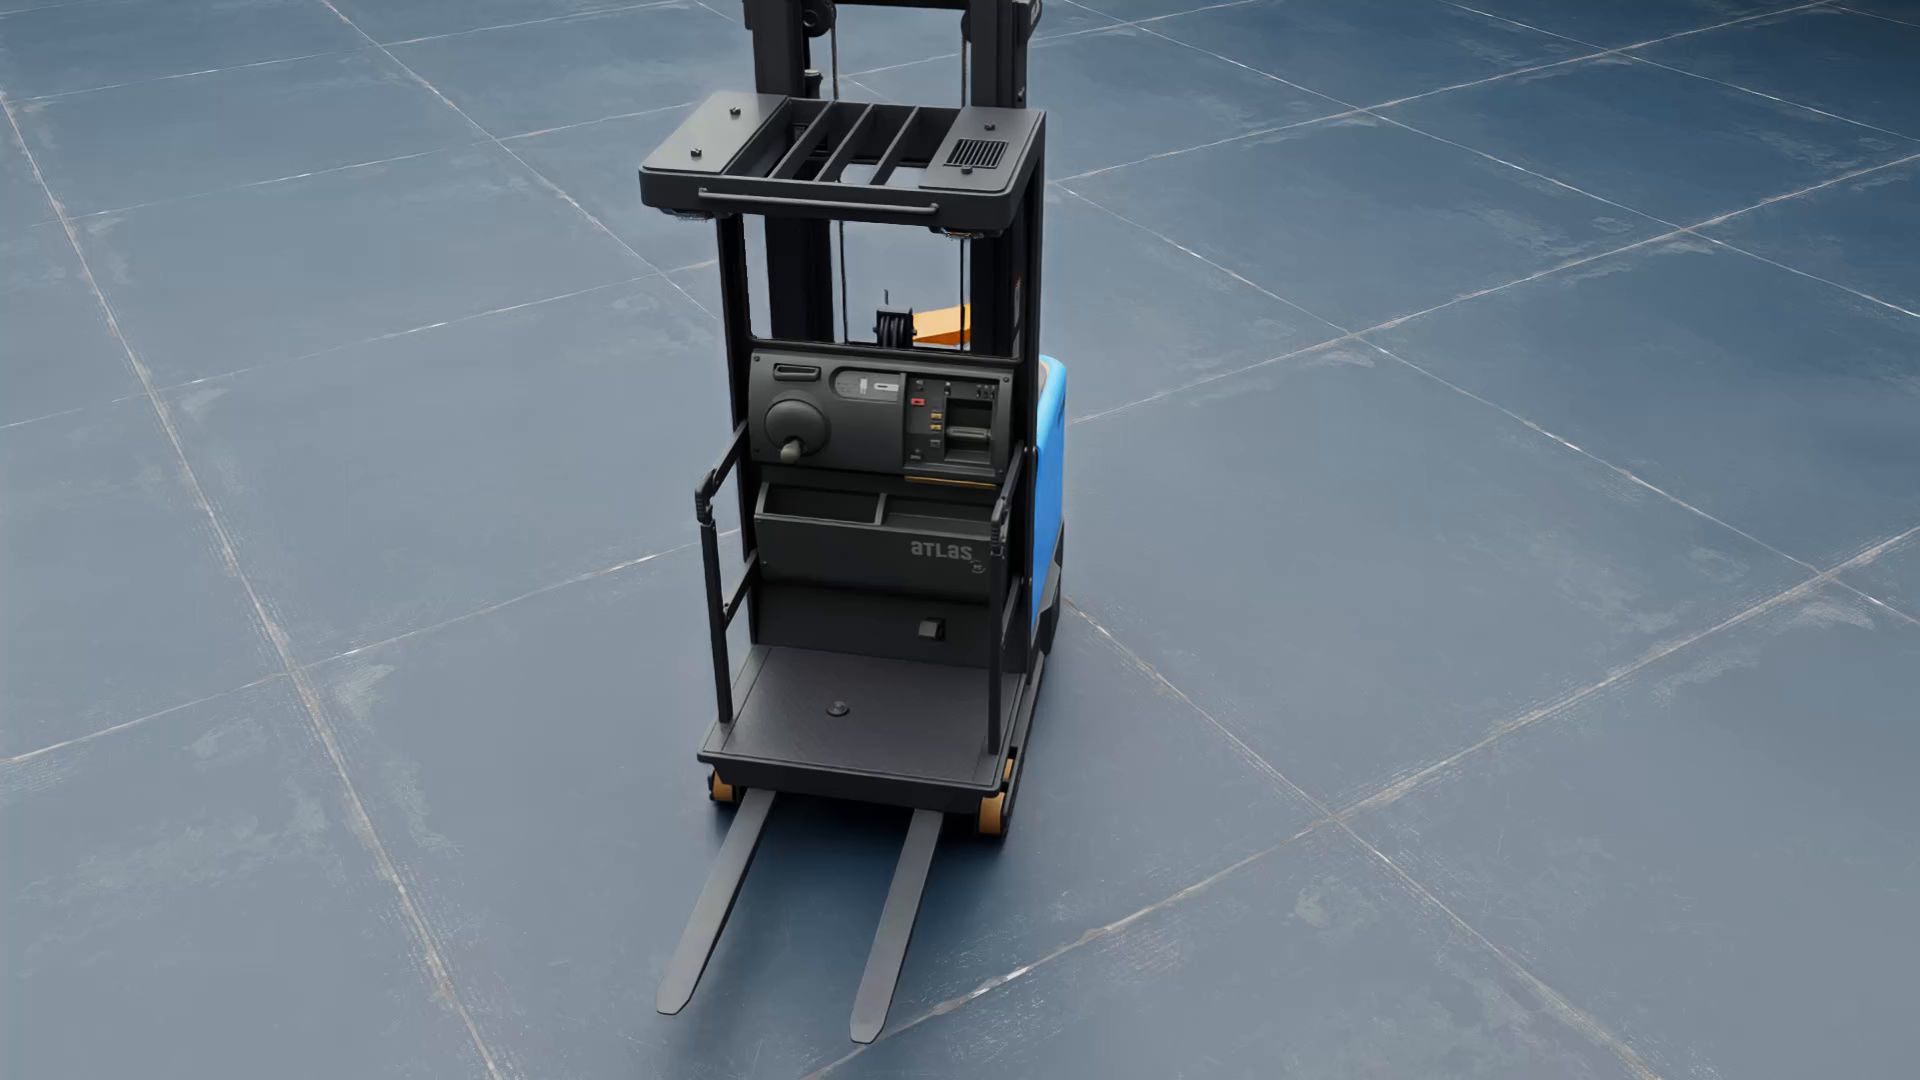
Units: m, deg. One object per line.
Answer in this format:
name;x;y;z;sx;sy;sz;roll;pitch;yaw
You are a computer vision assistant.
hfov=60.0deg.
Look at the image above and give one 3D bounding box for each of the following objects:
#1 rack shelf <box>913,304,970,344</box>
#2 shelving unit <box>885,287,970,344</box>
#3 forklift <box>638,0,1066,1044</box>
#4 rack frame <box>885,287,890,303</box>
rack shelf;-0.051;-0.914;7.339;0.480;0.148;0.258;-12;34;-19
shelving unit;-0.051;-0.582;7.548;0.503;1.200;0.258;-12;34;-19
forklift;-0.317;-0.377;5.601;1.130;2.935;3.031;6;33;9
rack frame;-0.276;-0.532;7.469;0.015;1.200;0.240;-12;34;-19
